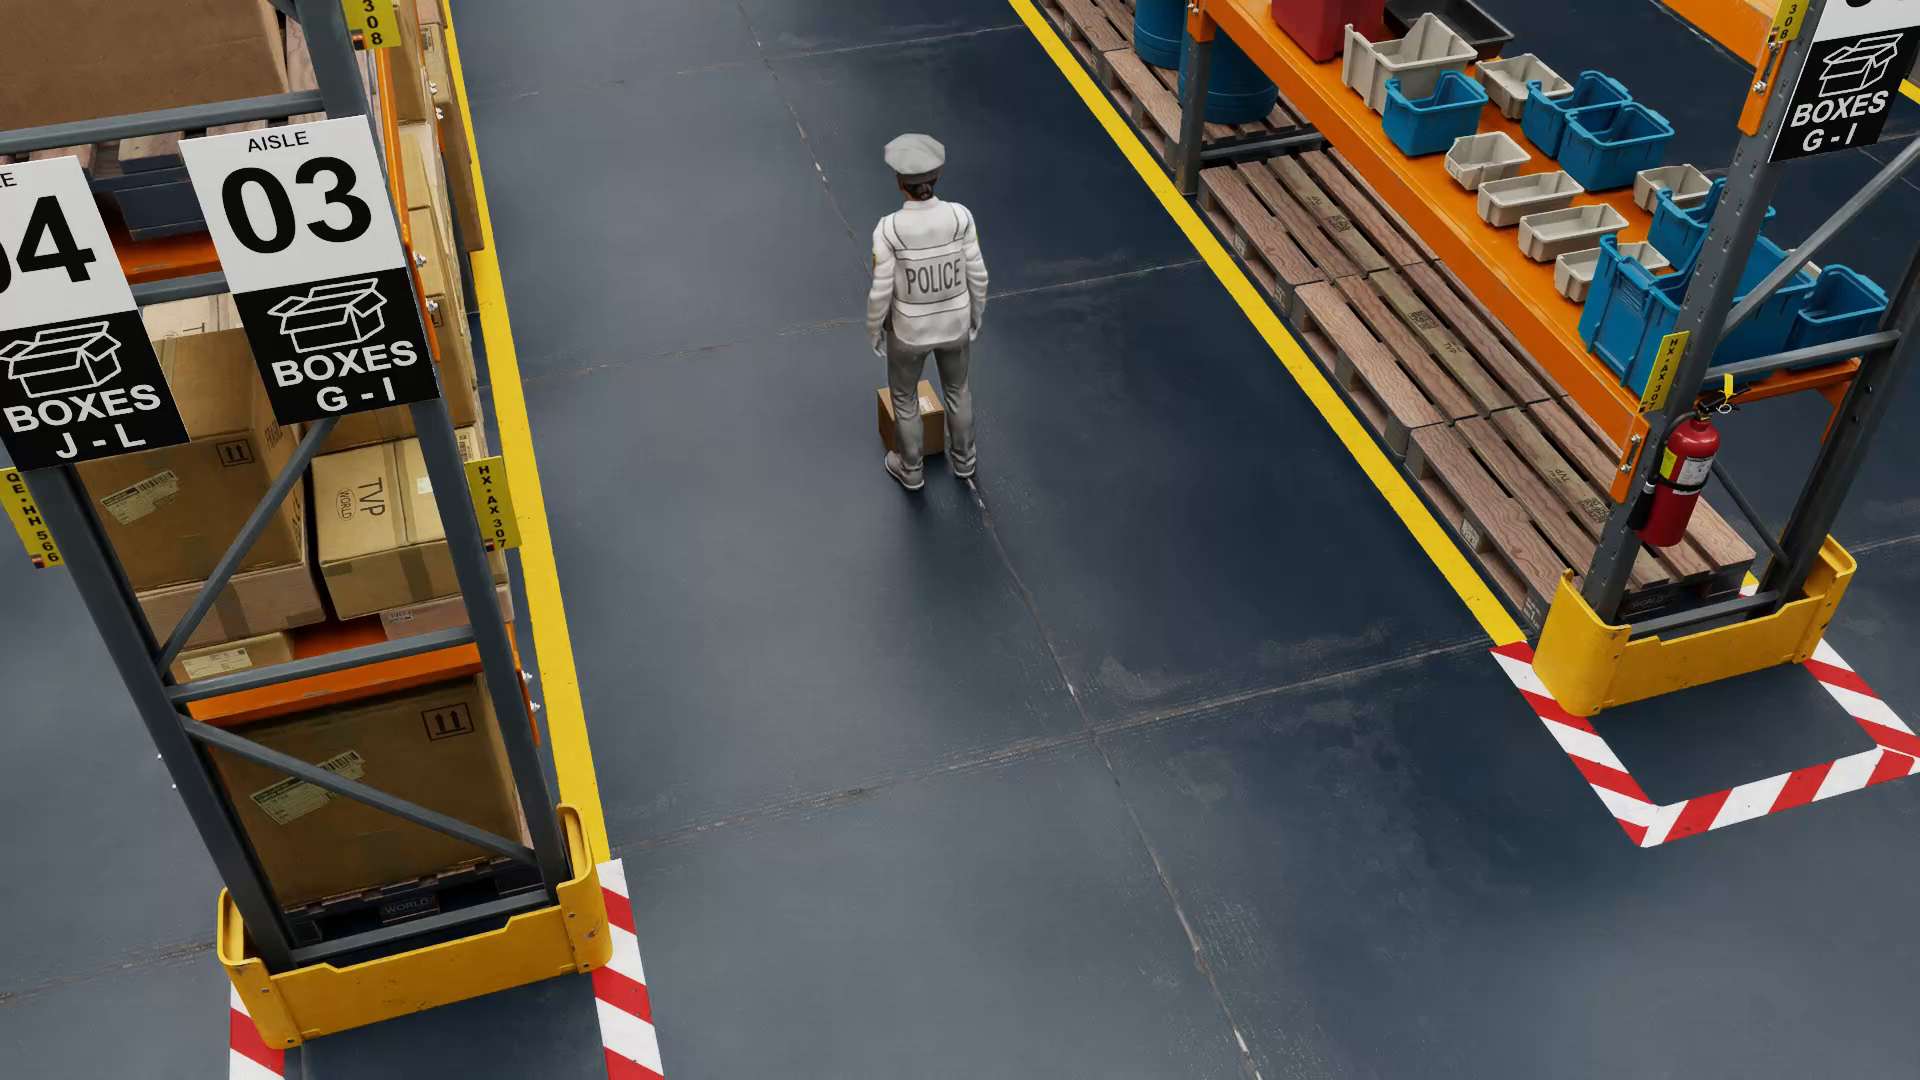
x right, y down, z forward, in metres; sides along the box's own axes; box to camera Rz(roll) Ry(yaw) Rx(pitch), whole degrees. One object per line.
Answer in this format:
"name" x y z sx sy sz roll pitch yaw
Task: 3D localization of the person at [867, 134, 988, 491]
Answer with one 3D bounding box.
"person" -0.144 -0.928 7.171 0.527 1.663 0.375 -12 44 -13
